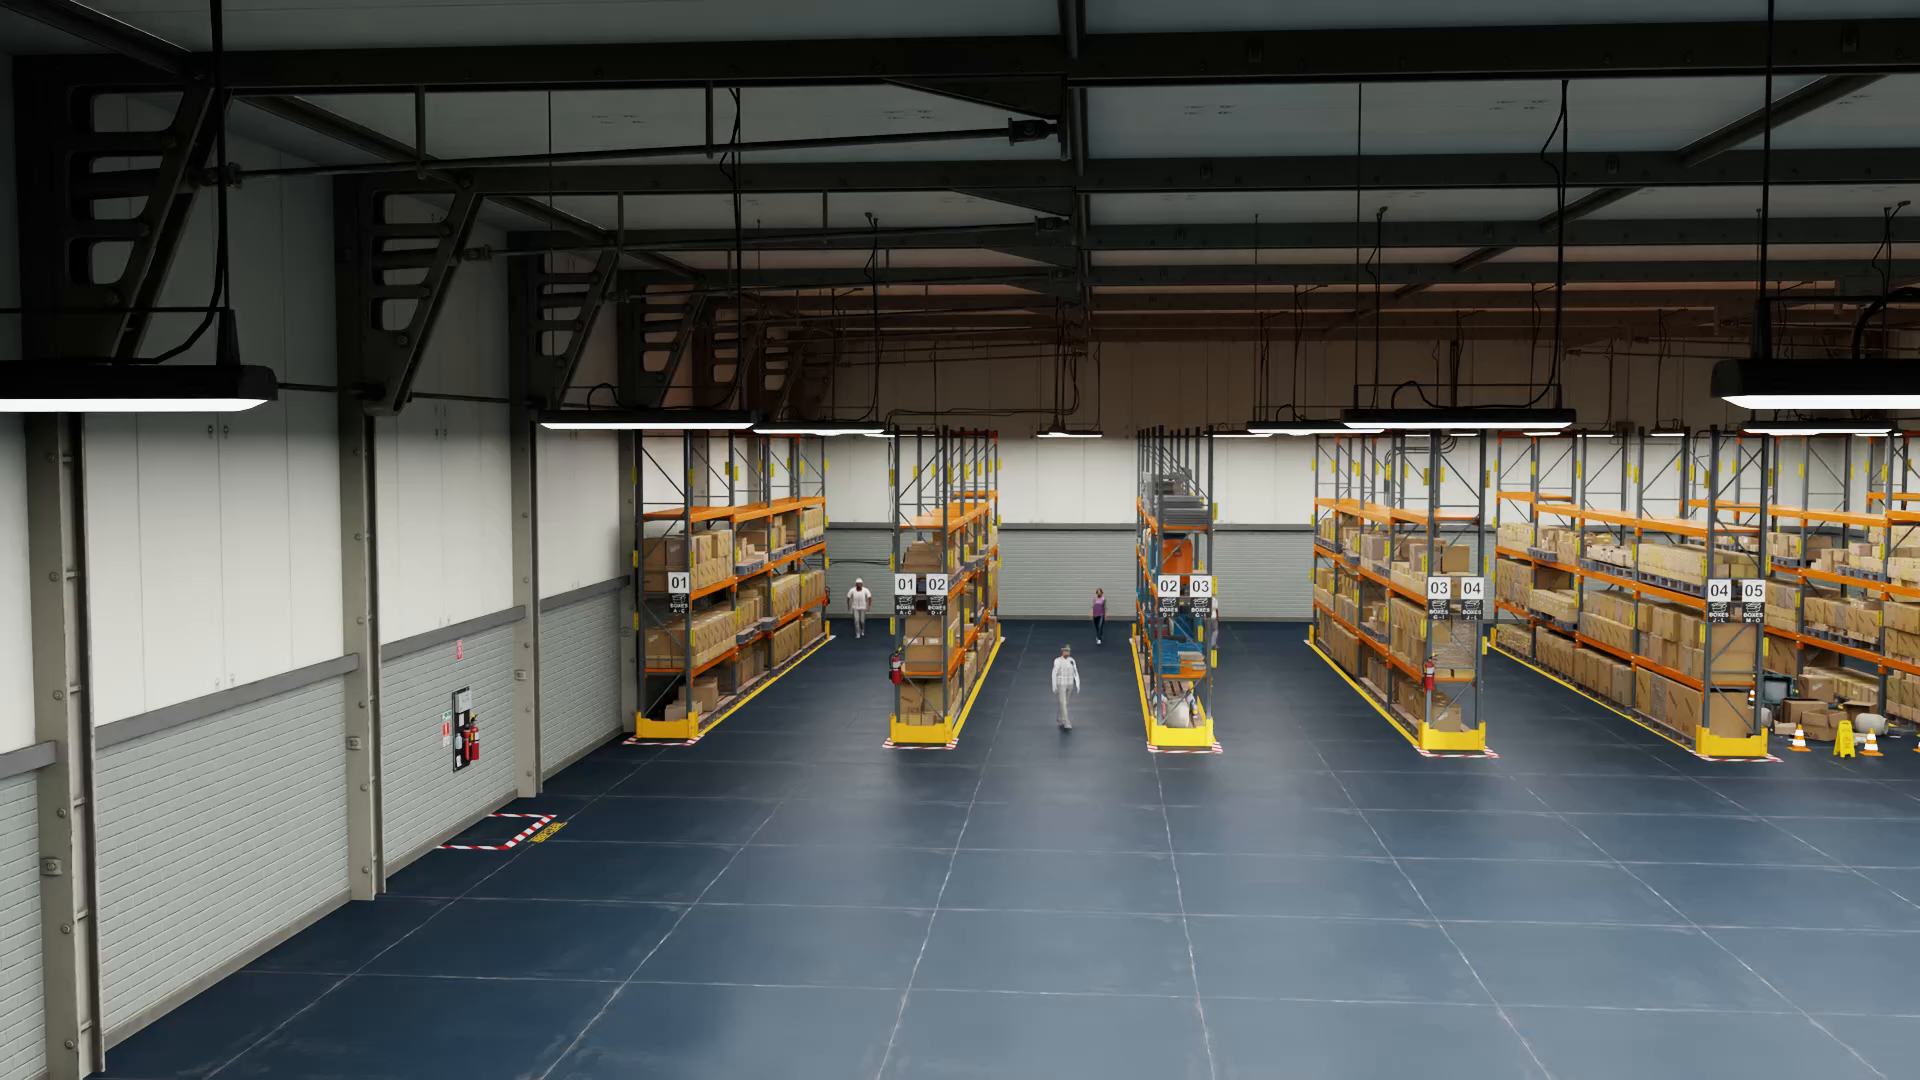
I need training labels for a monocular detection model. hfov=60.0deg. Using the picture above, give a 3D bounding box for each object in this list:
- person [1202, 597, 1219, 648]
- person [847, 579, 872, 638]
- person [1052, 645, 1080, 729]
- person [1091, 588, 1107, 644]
[{"bbox_3d":[6.847,2.162,45.494,0.498,1.671,0.503,0,3,5],"label":"person"},{"bbox_3d":[-2.927,1.970,48.216,0.724,1.720,0.631,0,3,-3],"label":"person"},{"bbox_3d":[2.137,2.895,33.054,0.504,1.644,0.886,-2,4,-29],"label":"person"},{"bbox_3d":[3.923,2.121,46.799,0.433,1.532,0.998,1,4,15],"label":"person"}]
